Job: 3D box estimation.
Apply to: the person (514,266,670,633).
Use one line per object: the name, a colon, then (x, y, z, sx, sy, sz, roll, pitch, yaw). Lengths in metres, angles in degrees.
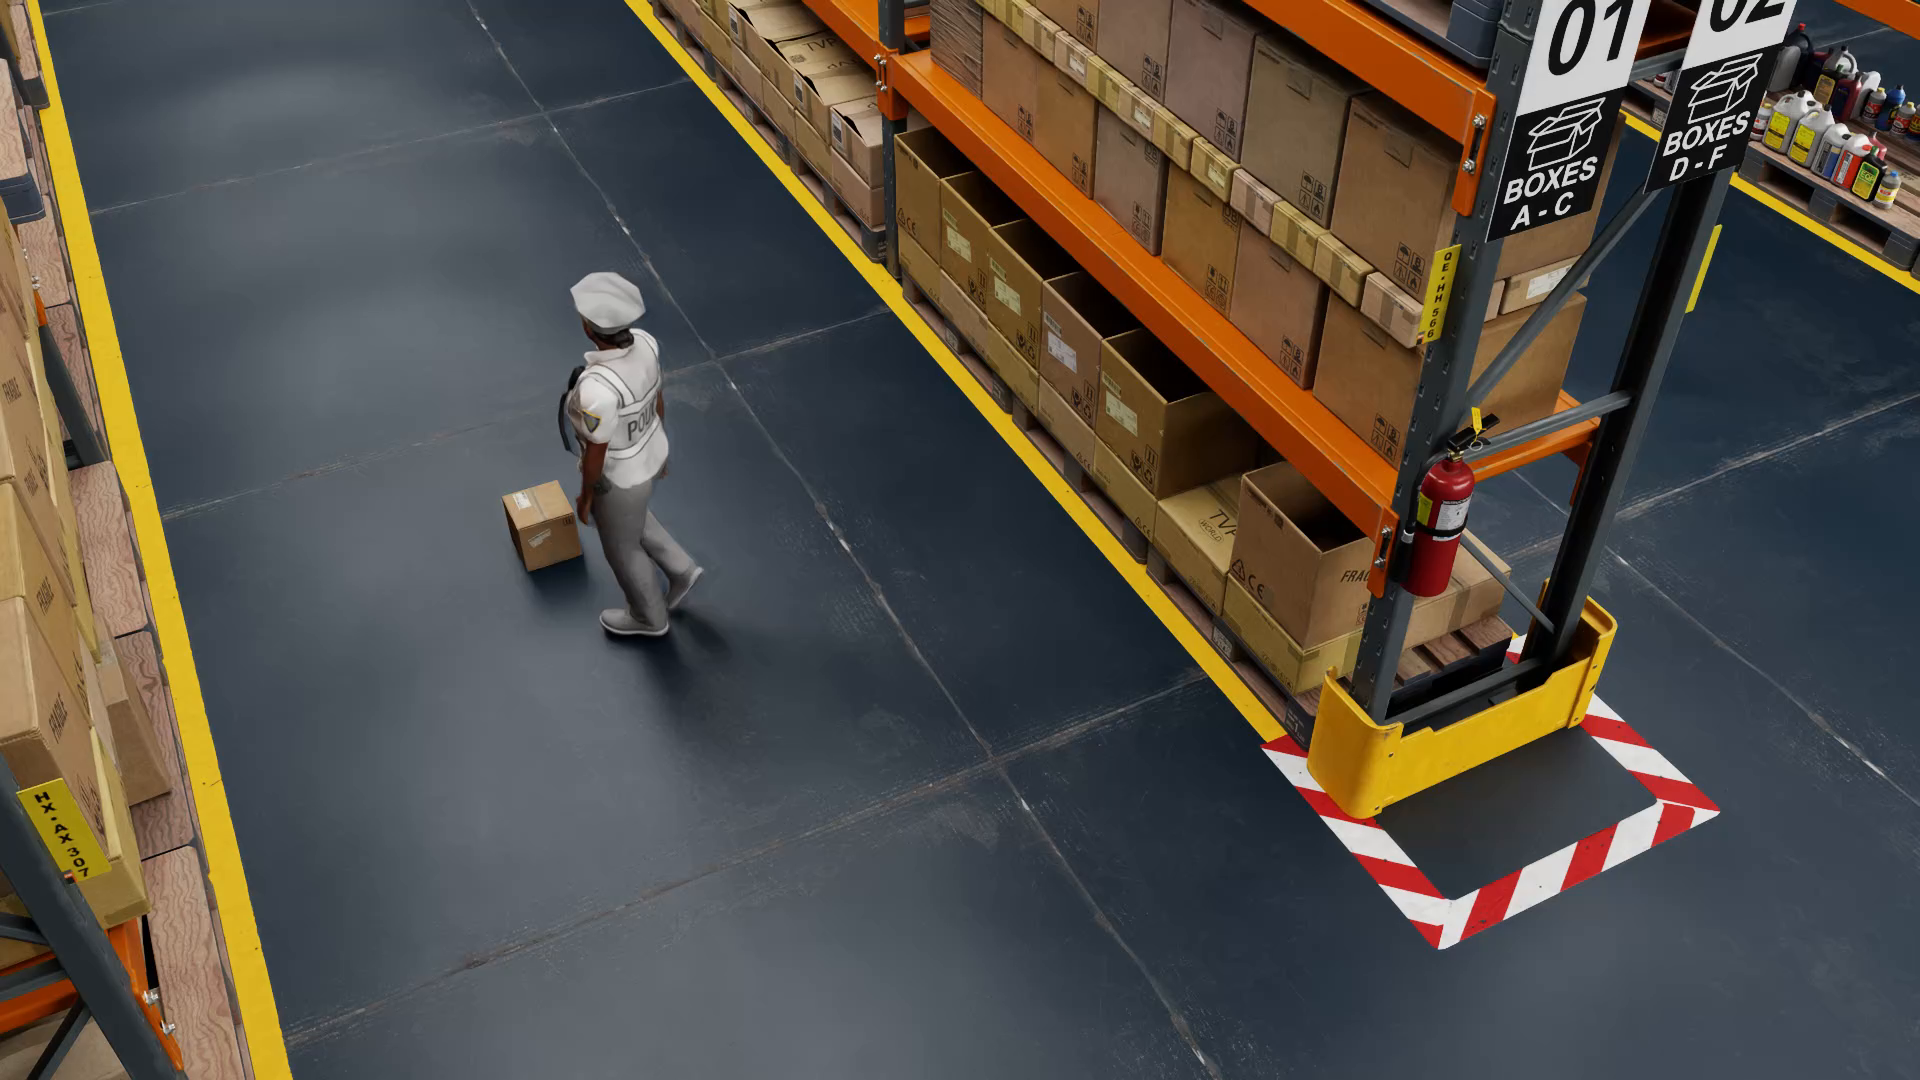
person: (-1.449, -0.287, 6.495, 0.511, 1.752, 0.462, 10, 42, 11)
